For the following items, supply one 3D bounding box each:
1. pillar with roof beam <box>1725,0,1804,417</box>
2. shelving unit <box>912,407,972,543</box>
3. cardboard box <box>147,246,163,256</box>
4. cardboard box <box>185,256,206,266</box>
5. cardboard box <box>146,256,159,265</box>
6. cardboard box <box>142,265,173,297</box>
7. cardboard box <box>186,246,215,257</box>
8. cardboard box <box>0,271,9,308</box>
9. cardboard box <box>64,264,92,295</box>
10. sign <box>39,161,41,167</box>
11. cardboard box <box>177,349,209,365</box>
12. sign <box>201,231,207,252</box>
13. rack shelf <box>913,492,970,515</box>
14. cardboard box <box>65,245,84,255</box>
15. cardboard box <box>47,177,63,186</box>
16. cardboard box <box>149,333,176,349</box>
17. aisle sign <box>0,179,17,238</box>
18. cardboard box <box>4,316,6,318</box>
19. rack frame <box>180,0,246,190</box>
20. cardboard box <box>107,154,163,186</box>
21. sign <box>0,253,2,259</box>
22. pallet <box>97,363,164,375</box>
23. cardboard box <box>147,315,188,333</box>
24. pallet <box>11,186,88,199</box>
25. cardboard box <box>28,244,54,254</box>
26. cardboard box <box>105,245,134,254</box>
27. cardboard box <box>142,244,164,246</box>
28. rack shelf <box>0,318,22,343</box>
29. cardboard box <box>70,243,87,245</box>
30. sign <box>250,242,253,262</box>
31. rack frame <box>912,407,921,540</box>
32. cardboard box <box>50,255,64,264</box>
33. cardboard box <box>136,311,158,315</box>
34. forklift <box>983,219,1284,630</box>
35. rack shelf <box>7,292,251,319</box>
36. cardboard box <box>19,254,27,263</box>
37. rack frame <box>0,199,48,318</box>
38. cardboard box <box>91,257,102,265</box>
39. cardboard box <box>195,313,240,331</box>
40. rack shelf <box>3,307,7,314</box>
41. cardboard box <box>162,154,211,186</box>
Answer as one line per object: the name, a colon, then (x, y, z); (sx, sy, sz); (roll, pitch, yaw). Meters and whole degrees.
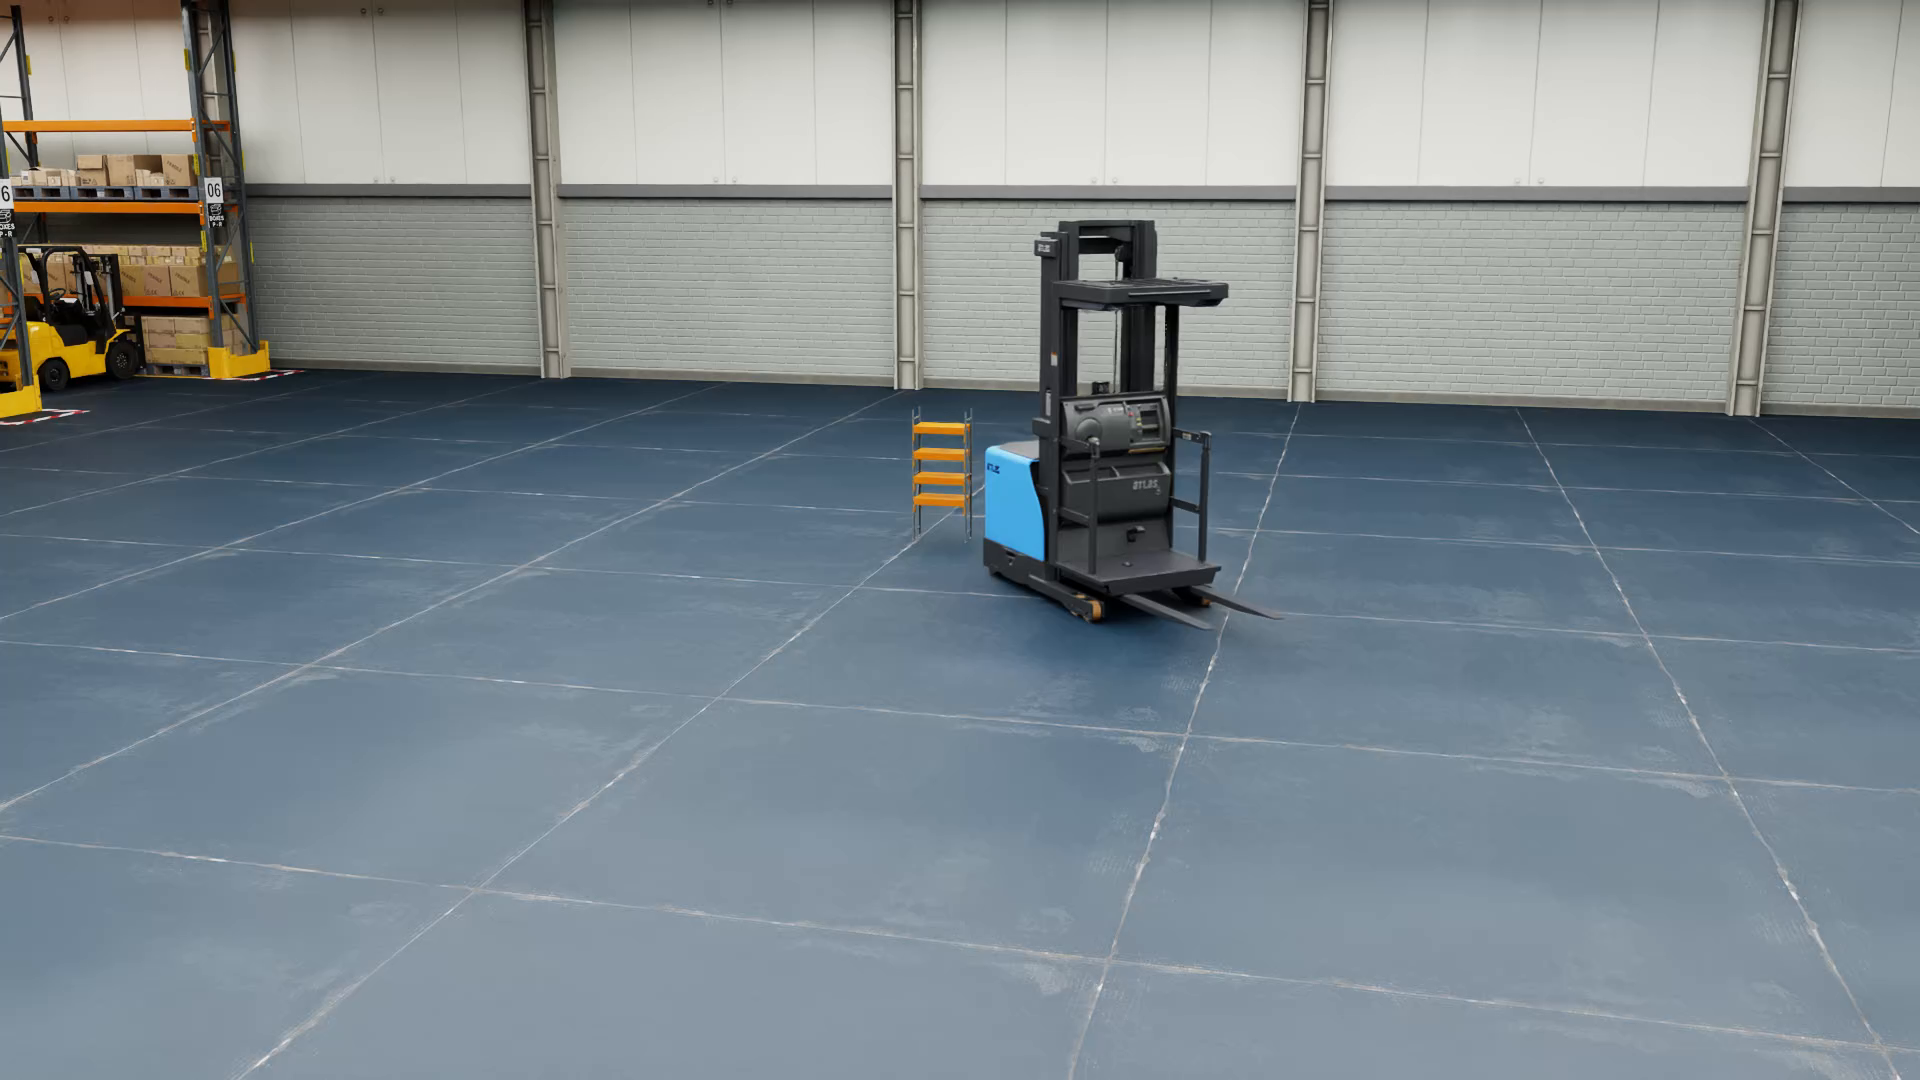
pillar with roof beam: (9.822, -5.228, 18.024); (0.400, 9.000, 9.100); (3, 13, 14)
shelving unit: (-0.161, -0.594, 15.143); (0.503, 1.200, 0.258); (3, 13, 14)
cardboard box: (-13.117, -4.752, 27.314); (0.250, 0.149, 0.380); (3, 13, 14)
cardboard box: (-12.391, -4.549, 27.085); (0.250, 0.149, 0.380); (3, 13, 14)
cardboard box: (-13.122, -4.598, 27.304); (0.250, 0.149, 0.380); (3, 13, 13)
cardboard box: (-13.030, -4.273, 27.336); (0.500, 0.500, 0.500); (3, 13, 15)
cardboard box: (-12.386, -4.710, 27.121); (0.250, 0.149, 0.380); (3, 13, 14)
cardboard box: (-13.567, -3.458, 22.976); (0.500, 0.500, 0.500); (3, 13, 13)
cardboard box: (-14.501, -4.354, 27.701); (0.500, 0.500, 0.500); (3, 13, 13)
sign: (-15.740, -6.305, 28.423); (0.005, 0.325, 0.100); (3, 13, 14)
cardboard box: (-12.519, -3.045, 27.413); (0.500, 0.250, 0.500); (3, 13, 14)
sign: (-12.131, -4.792, 26.688); (0.005, 0.325, 0.100); (3, 13, 14)
rack shelf: (-0.161, -0.335, 15.200); (0.480, 0.148, 0.258); (3, 13, 14)
cardboard box: (-14.624, -4.815, 27.598); (0.250, 0.149, 0.380); (3, 13, 13)
cardboard box: (-14.762, -5.901, 27.360); (0.250, 0.149, 0.380); (3, 13, 15)
cardboard box: (-13.019, -3.319, 27.494); (0.500, 0.250, 0.500); (3, 13, 13)
aisle sign: (-13.039, -4.512, 22.643); (0.004, 0.787, 0.394); (3, 13, 14)
cardboard box: (-16.380, -3.503, 28.609); (0.625, 0.625, 0.875); (4, 13, 16)
rack frame: (-11.988, -7.154, 26.701); (0.127, 3.000, 1.000); (3, 13, 14)
cardboard box: (-13.446, -6.038, 27.165); (0.500, 0.500, 0.700); (3, 13, 14)
sign: (-15.992, -4.844, 27.653); (0.005, 0.325, 0.100); (3, 13, 14)
pallet: (-13.921, -2.958, 28.079); (1.213, 0.211, 1.003); (3, 13, 14)
cardboard box: (-13.006, -3.559, 27.421); (0.500, 0.250, 0.500); (3, 13, 15)
pallet: (-15.037, -5.815, 27.796); (1.213, 0.211, 1.003); (3, 13, 14)
cardboard box: (-15.353, -4.873, 27.858); (0.250, 0.149, 0.380); (3, 13, 14)
cardboard box: (-13.876, -4.788, 27.475); (0.250, 0.149, 0.380); (3, 13, 14)
cardboard box: (-13.498, -4.888, 27.925); (0.250, 0.149, 0.380); (3, 13, 12)
rack shelf: (-15.115, -2.933, 23.191); (4.000, 0.370, 1.077); (3, 13, 14)
cardboard box: (-14.995, -4.957, 28.237); (0.250, 0.149, 0.380); (3, 13, 13)
sign: (-11.849, -4.802, 27.773); (0.005, 0.325, 0.100); (3, 13, 14)
rack frame: (-0.398, -0.607, 15.200); (0.015, 1.200, 0.240); (3, 13, 14)
cardboard box: (-14.891, -4.677, 27.660); (0.250, 0.149, 0.380); (3, 13, 15)
cardboard box: (-13.874, -3.722, 28.153); (0.500, 0.250, 0.500); (3, 13, 12)
forklift: (1.309, -0.924, 12.632); (1.130, 2.935, 3.031); (-6, 14, -26)
rack shelf: (-13.929, -3.977, 27.896); (4.000, 0.370, 1.077); (3, 13, 14)
cardboard box: (-15.625, -4.726, 27.881); (0.250, 0.149, 0.380); (3, 13, 13)
rack frame: (-15.871, -4.432, 28.286); (0.127, 3.000, 1.000); (3, 13, 14)
cardboard box: (-14.128, -4.642, 27.501); (0.250, 0.149, 0.380); (3, 13, 12)
cardboard box: (-12.409, -3.640, 27.786); (0.500, 0.250, 0.500); (3, 13, 13)
rack shelf: (-17.813, -4.185, 28.832); (4.000, 0.370, 1.077); (3, 13, 14)
cardboard box: (-12.476, -5.964, 26.831); (0.500, 0.500, 0.500); (3, 13, 15)
